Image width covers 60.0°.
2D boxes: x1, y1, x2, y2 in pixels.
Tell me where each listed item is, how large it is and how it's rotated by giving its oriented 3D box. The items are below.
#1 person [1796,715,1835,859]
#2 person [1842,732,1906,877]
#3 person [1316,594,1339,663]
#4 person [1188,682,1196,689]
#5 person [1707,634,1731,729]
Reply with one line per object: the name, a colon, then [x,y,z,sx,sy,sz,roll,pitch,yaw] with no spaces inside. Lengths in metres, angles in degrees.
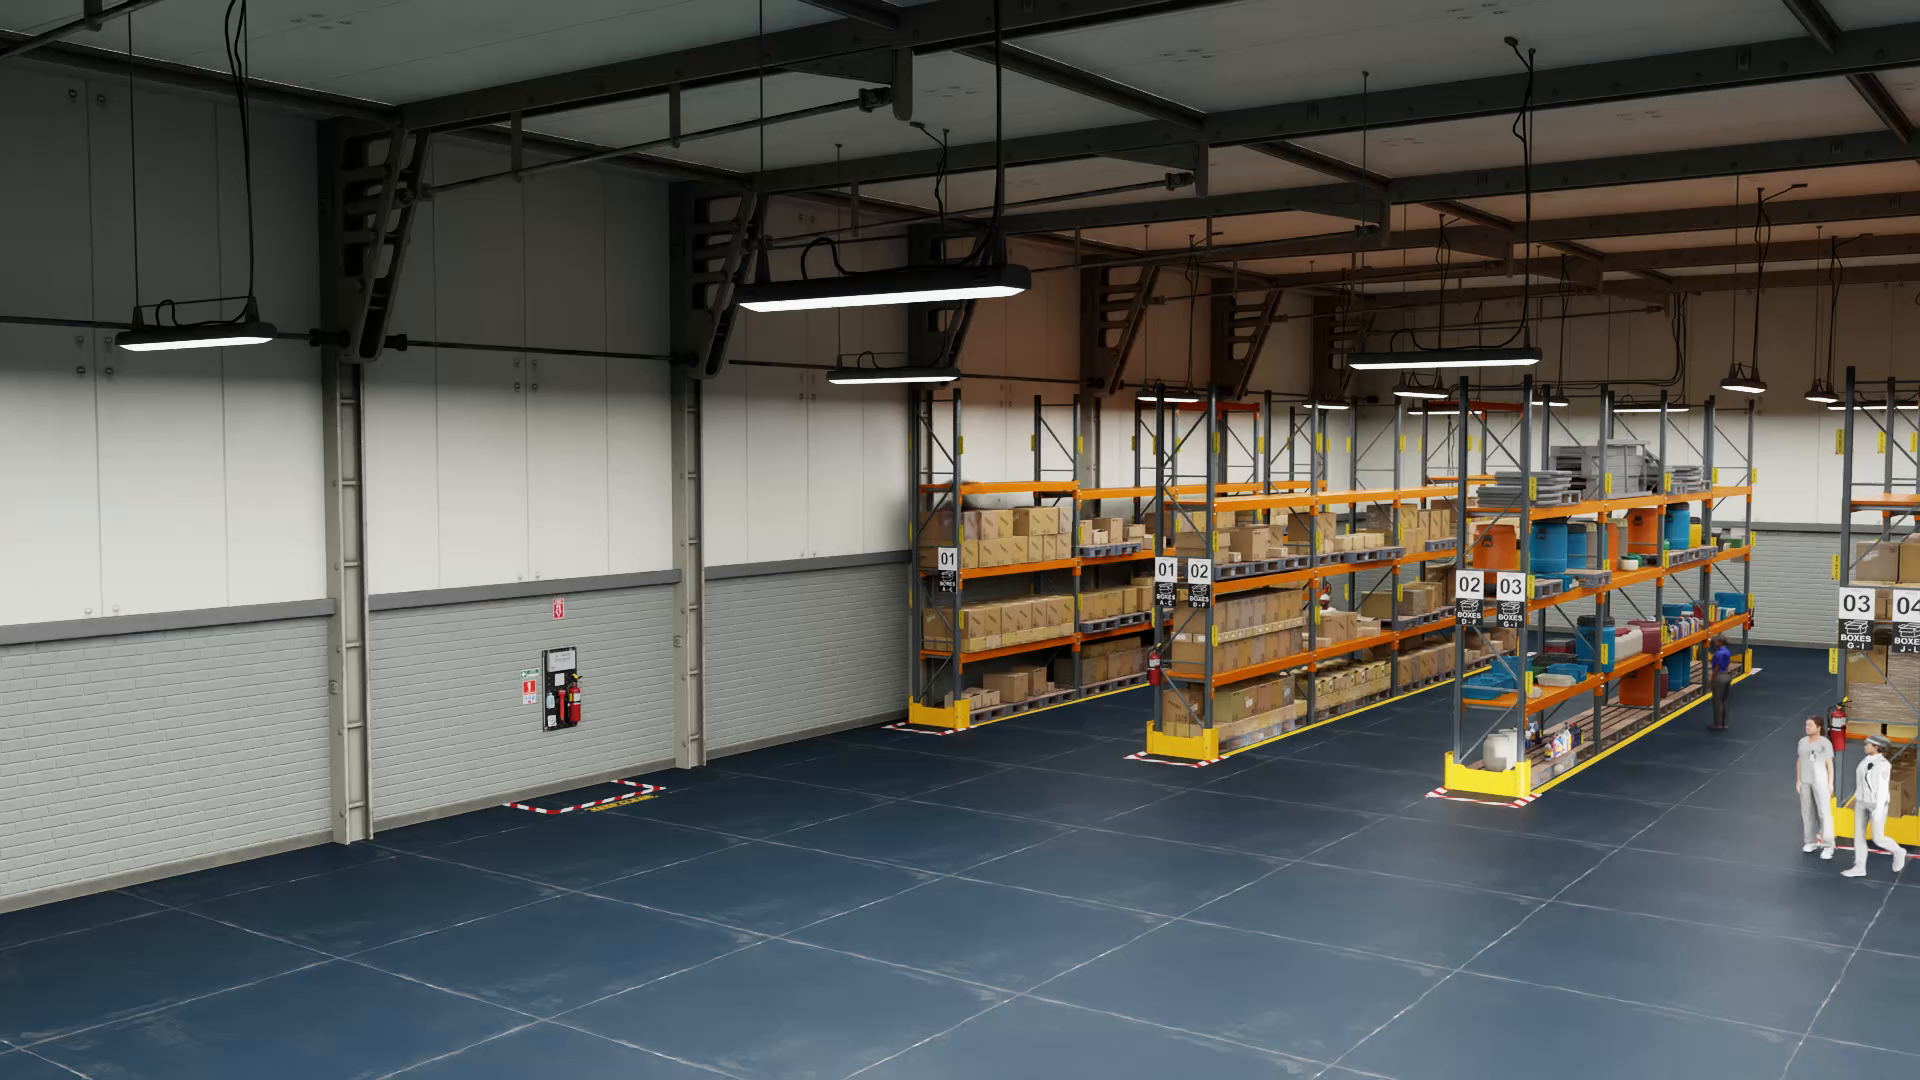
person: [10.514,3.006,20.416,0.439,1.686,0.589,-2,4,-27]
person: [10.592,3.055,19.225,0.695,1.680,0.442,-1,3,-19]
person: [8.001,2.059,36.581,1.017,1.730,0.623,-3,4,-41]
person: [4.612,2.203,33.173,0.401,1.792,0.637,1,3,19]
person: [13.376,2.496,29.296,0.361,1.670,0.453,3,4,43]
